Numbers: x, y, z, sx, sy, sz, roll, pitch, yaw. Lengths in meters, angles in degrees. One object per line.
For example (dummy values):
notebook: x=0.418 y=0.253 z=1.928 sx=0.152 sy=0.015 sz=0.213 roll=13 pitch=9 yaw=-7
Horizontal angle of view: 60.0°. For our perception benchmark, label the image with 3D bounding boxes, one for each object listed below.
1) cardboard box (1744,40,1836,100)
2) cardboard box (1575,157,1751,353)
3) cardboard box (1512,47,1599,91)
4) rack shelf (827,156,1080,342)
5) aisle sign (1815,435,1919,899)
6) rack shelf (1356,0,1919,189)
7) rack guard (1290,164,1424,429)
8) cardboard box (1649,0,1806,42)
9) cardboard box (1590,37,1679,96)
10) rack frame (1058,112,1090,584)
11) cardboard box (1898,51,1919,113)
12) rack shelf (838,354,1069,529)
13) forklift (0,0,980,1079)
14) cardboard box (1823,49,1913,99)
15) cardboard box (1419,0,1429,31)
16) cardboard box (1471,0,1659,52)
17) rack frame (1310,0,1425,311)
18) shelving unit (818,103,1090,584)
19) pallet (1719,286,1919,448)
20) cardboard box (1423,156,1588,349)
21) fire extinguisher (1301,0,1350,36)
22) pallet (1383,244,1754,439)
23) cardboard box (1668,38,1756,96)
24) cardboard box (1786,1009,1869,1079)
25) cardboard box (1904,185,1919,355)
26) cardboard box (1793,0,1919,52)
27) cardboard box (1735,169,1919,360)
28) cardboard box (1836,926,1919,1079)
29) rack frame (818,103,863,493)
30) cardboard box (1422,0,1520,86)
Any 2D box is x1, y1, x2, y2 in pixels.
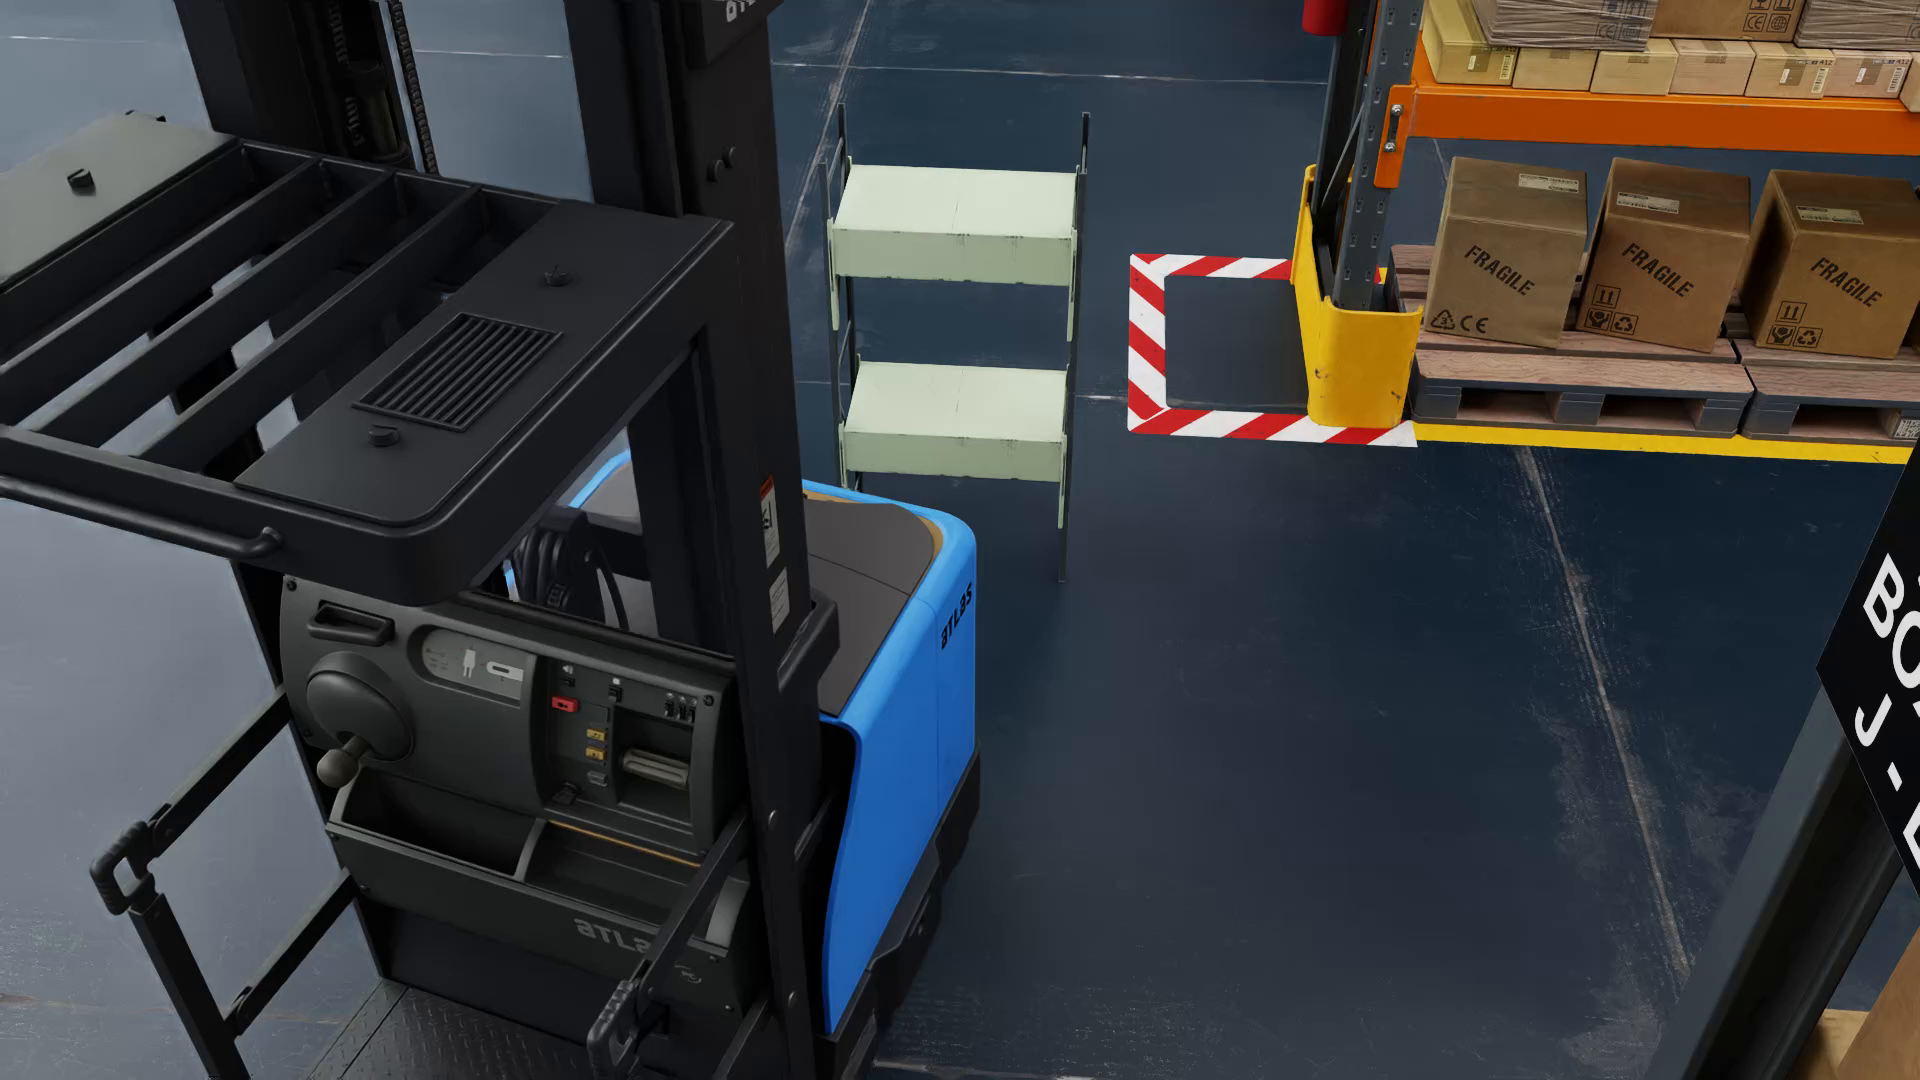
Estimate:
cardboard box: x=2.727 y=-1.628 z=5.573 sx=0.250 sy=0.149 sz=0.380 roll=3 pitch=39 yaw=4
cardboard box: x=2.688 y=-1.096 z=6.368 sx=0.500 sy=0.500 sz=0.500 roll=13 pitch=41 yaw=15
cardboard box: x=1.980 y=-1.669 z=5.624 sx=0.250 sy=0.149 sz=0.380 roll=3 pitch=39 yaw=4
rack shelf: x=-0.007 y=-0.885 z=5.031 sx=0.720 sy=0.370 sz=0.431 roll=3 pitch=39 yaw=4
aisle sign: x=0.895 y=-0.045 z=1.370 sx=0.004 sy=0.787 sz=0.394 roll=3 pitch=39 yaw=4
rack shelf: x=3.461 y=-1.570 z=5.873 sx=4.000 sy=0.370 sz=1.077 roll=3 pitch=39 yaw=4
rack guard: x=1.545 y=-0.984 z=6.563 sx=0.348 sy=0.500 sz=1.175 roll=3 pitch=39 yaw=4
cardboard box: x=2.523 y=-2.113 z=5.655 sx=0.500 sy=0.500 sz=0.875 roll=3 pitch=39 yaw=4
cardboard box: x=2.227 y=-1.646 z=5.596 sx=0.250 sy=0.149 sz=0.380 roll=3 pitch=39 yaw=4
rack frame: x=0.358 y=-0.562 z=5.252 sx=0.023 sy=1.500 sz=0.400 roll=3 pitch=39 yaw=4
cardboard box: x=3.218 y=-1.552 z=5.480 sx=0.250 sy=0.149 sz=0.380 roll=3 pitch=39 yaw=4
rack shelf: x=-0.007 y=-0.329 z=5.483 sx=0.720 sy=0.370 sz=0.431 roll=3 pitch=39 yaw=4
forklift: x=-0.934 y=0.406 z=2.929 sx=1.130 sy=2.935 sz=3.031 roll=13 pitch=41 yaw=16
cardboard box: x=2.978 y=-1.631 z=5.577 sx=0.250 sy=0.149 sz=0.380 roll=3 pitch=39 yaw=4
cardboard box: x=1.771 y=-1.975 z=5.999 sx=0.250 sy=0.149 sz=0.380 roll=3 pitch=39 yaw=4
cardboard box: x=2.014 y=-2.065 z=5.596 sx=0.500 sy=0.500 sz=0.875 roll=3 pitch=39 yaw=4
rack frame: x=1.469 y=-1.958 z=5.779 sx=0.127 sy=3.000 sz=1.000 roll=3 pitch=39 yaw=4
shelving unit: x=-0.007 y=-0.582 z=5.277 sx=0.755 sy=1.500 sz=0.431 roll=3 pitch=39 yaw=4
pallet: x=3.563 y=-0.738 z=6.489 sx=1.213 sy=0.211 sz=1.003 roll=3 pitch=39 yaw=4
cardboard box: x=2.090 y=-1.107 z=6.381 sx=0.500 sy=0.500 sz=0.500 roll=10 pitch=40 yaw=12
fire extinguisher: x=1.395 y=-2.224 z=6.168 sx=0.183 sy=0.674 sz=0.296 roll=3 pitch=39 yaw=4
pallet: x=2.351 y=-0.806 z=6.573 sx=1.213 sy=0.211 sz=1.003 roll=3 pitch=39 yaw=4
cardboard box: x=2.478 y=-1.646 z=5.595 sx=0.250 sy=0.149 sz=0.380 roll=3 pitch=39 yaw=4
cardboard box: x=1.314 y=1.089 z=1.917 sx=0.550 sy=0.550 sz=0.875 roll=3 pitch=39 yaw=4
cardboard box: x=3.862 y=-0.991 z=6.239 sx=0.500 sy=0.500 sz=0.500 roll=0 pitch=39 yaw=0
cardboard box: x=3.017 y=-2.059 z=5.588 sx=0.500 sy=0.500 sz=0.875 roll=3 pitch=39 yaw=4
cardboard box: x=3.310 y=-1.050 z=6.311 sx=0.500 sy=0.500 sz=0.500 roll=7 pitch=40 yaw=8
cardboard box: x=1.307 y=0.723 z=1.511 sx=0.550 sy=0.550 sz=0.875 roll=3 pitch=39 yaw=4
rack frame: x=-0.371 y=-0.602 z=5.301 sx=0.023 sy=1.500 sz=0.400 roll=3 pitch=39 yaw=4
cardboard box: x=1.732 y=-1.695 z=5.655 sx=0.250 sy=0.149 sz=0.380 roll=3 pitch=39 yaw=4
